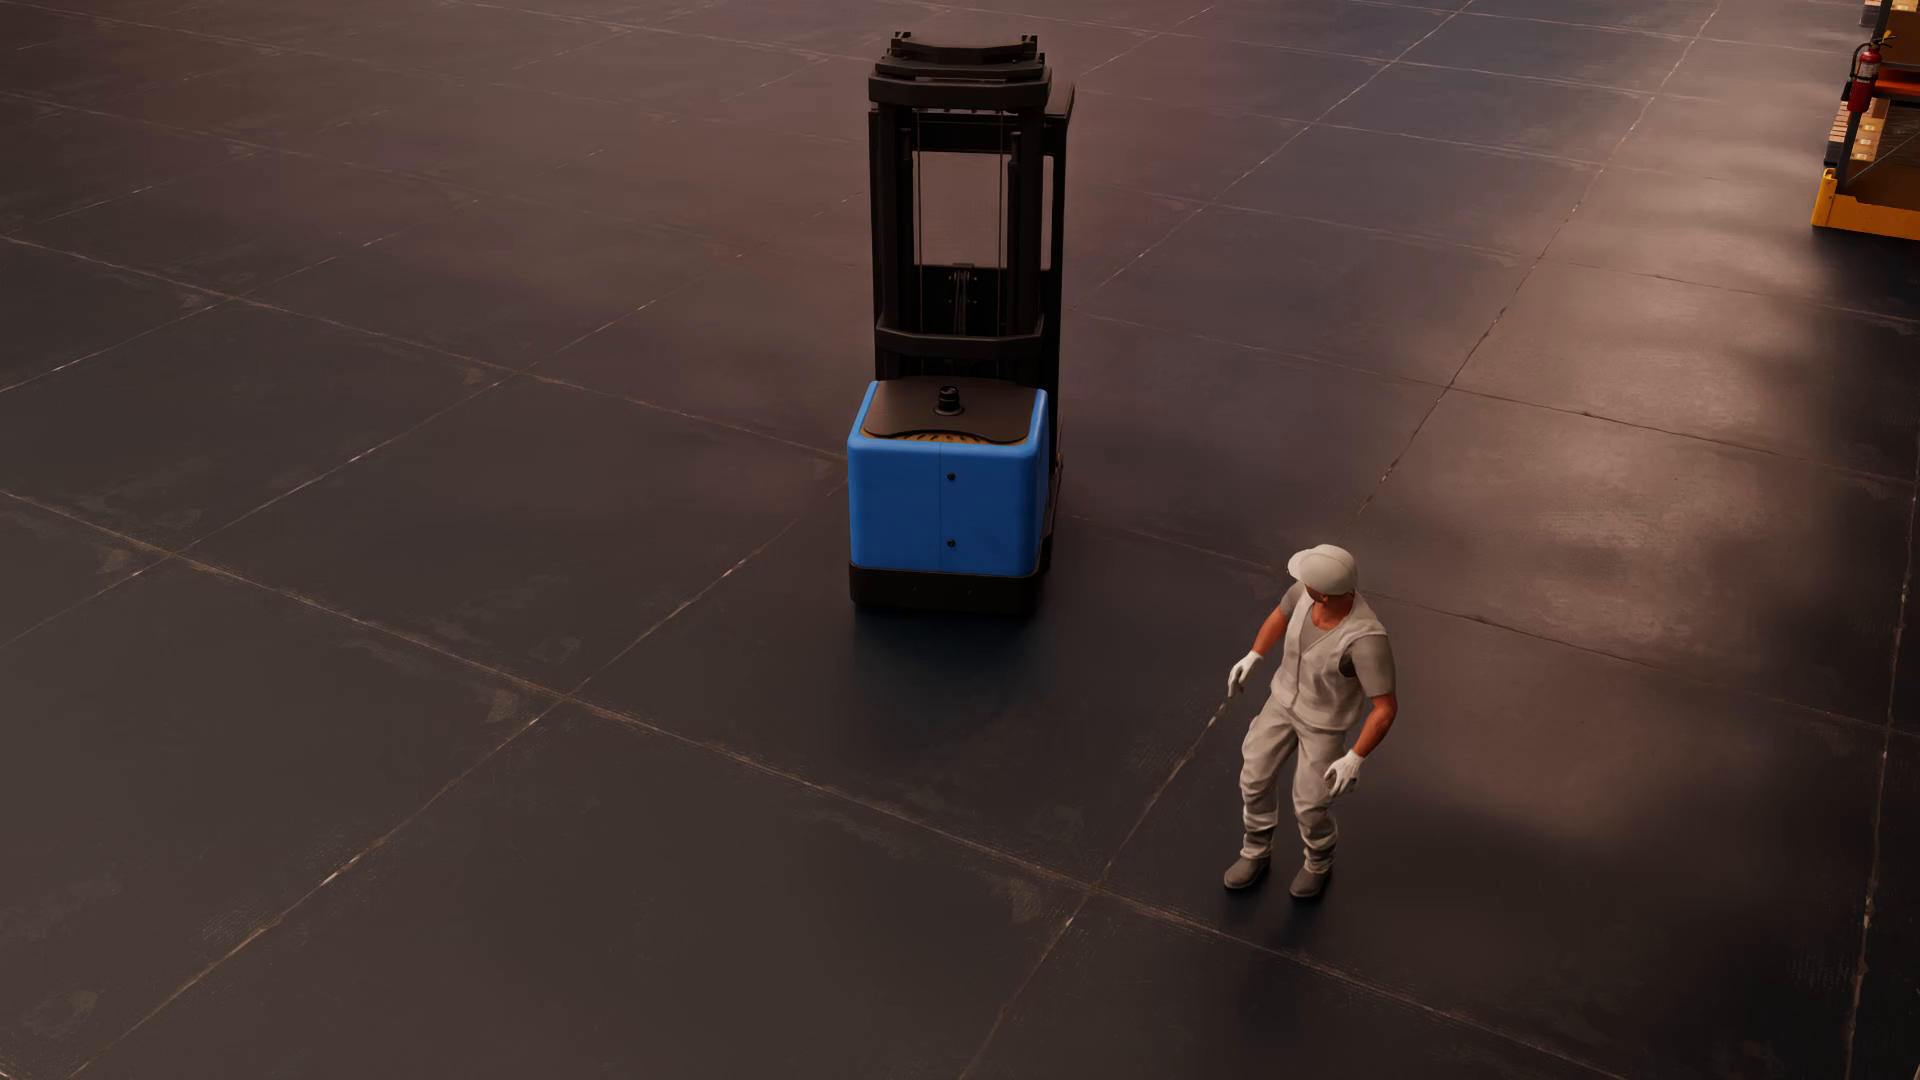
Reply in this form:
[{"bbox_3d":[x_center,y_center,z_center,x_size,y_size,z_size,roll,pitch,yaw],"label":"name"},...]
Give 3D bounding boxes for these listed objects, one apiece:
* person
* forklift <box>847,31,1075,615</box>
[{"bbox_3d":[1.454,0.767,6.941,0.512,1.741,0.740,-22,36,-33],"label":"person"},{"bbox_3d":[0.072,-1.572,9.794,1.130,2.935,3.031,3,30,6],"label":"forklift"}]
